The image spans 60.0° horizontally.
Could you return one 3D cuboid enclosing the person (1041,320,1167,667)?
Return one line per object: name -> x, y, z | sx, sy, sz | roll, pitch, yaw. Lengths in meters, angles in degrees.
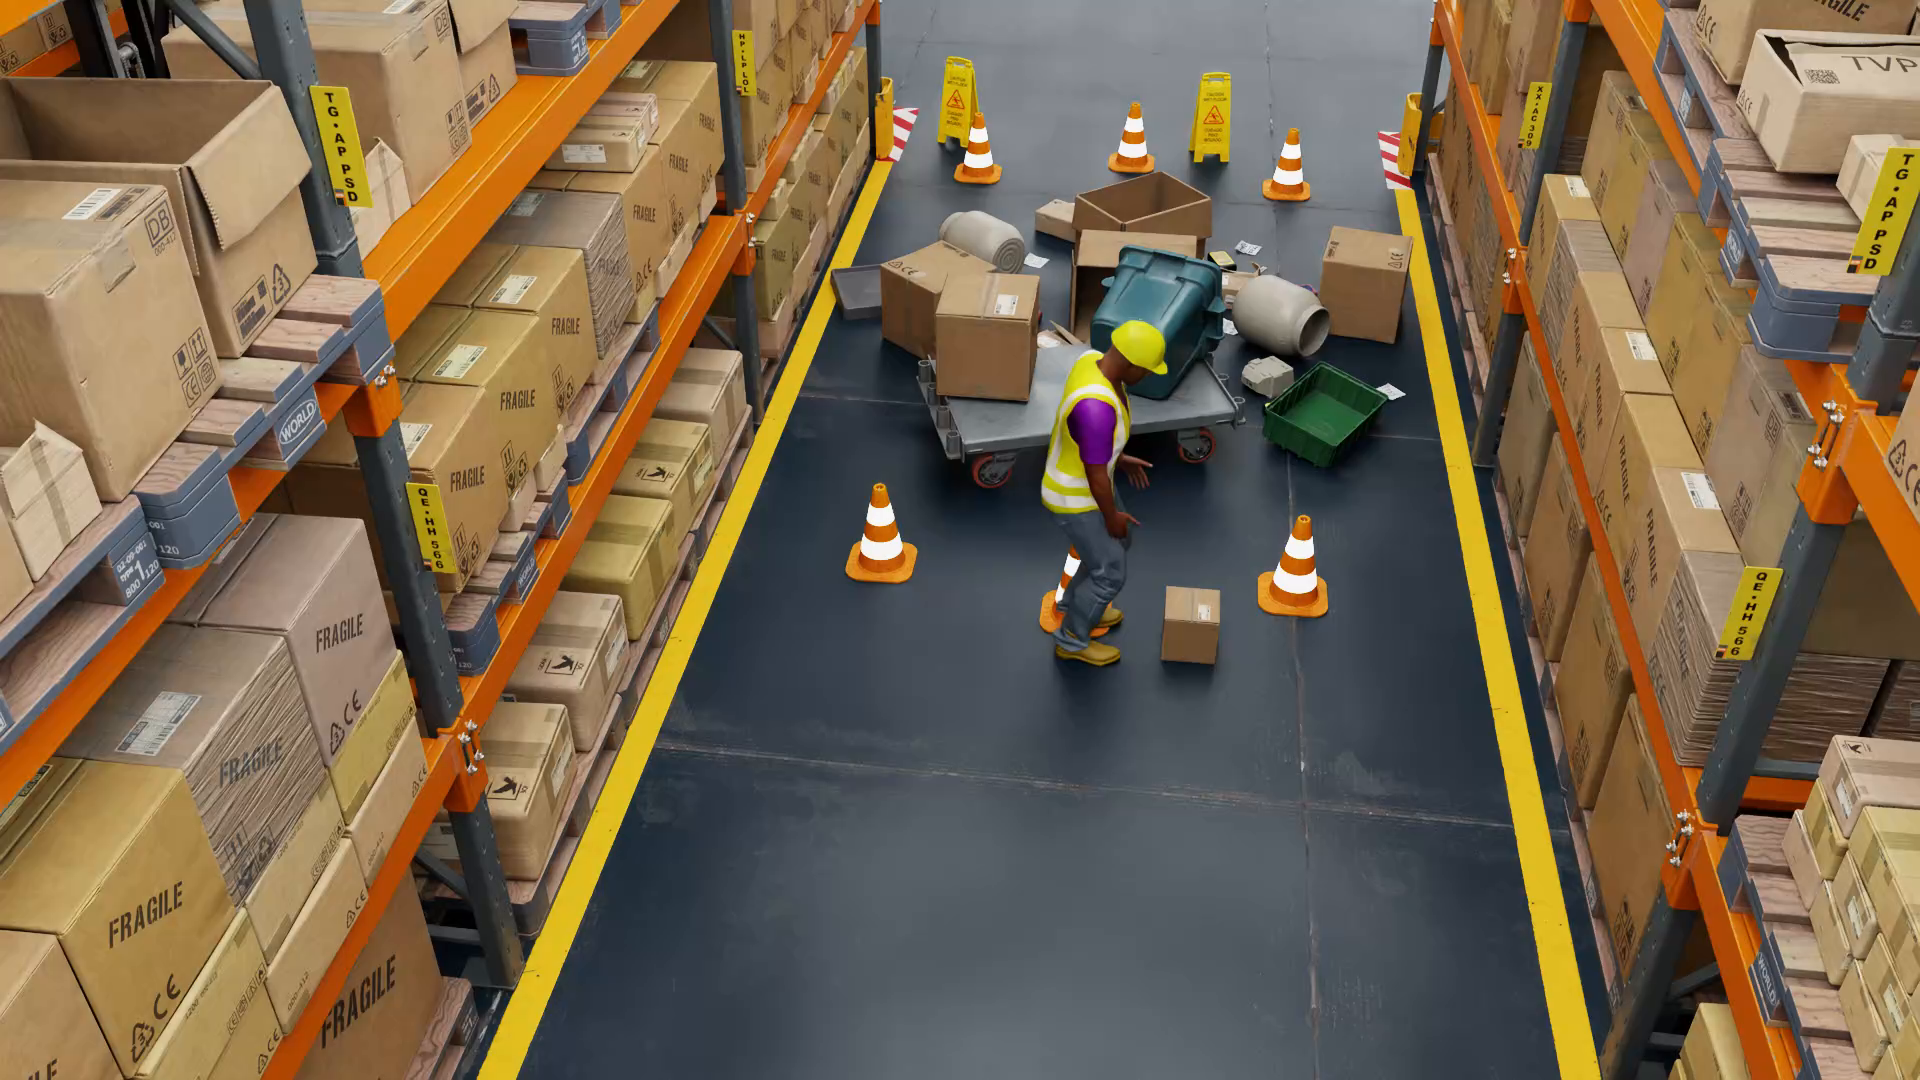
person -> 0.624, -0.232, 7.414 | 0.508, 1.683, 0.602 | 5, 36, 7
